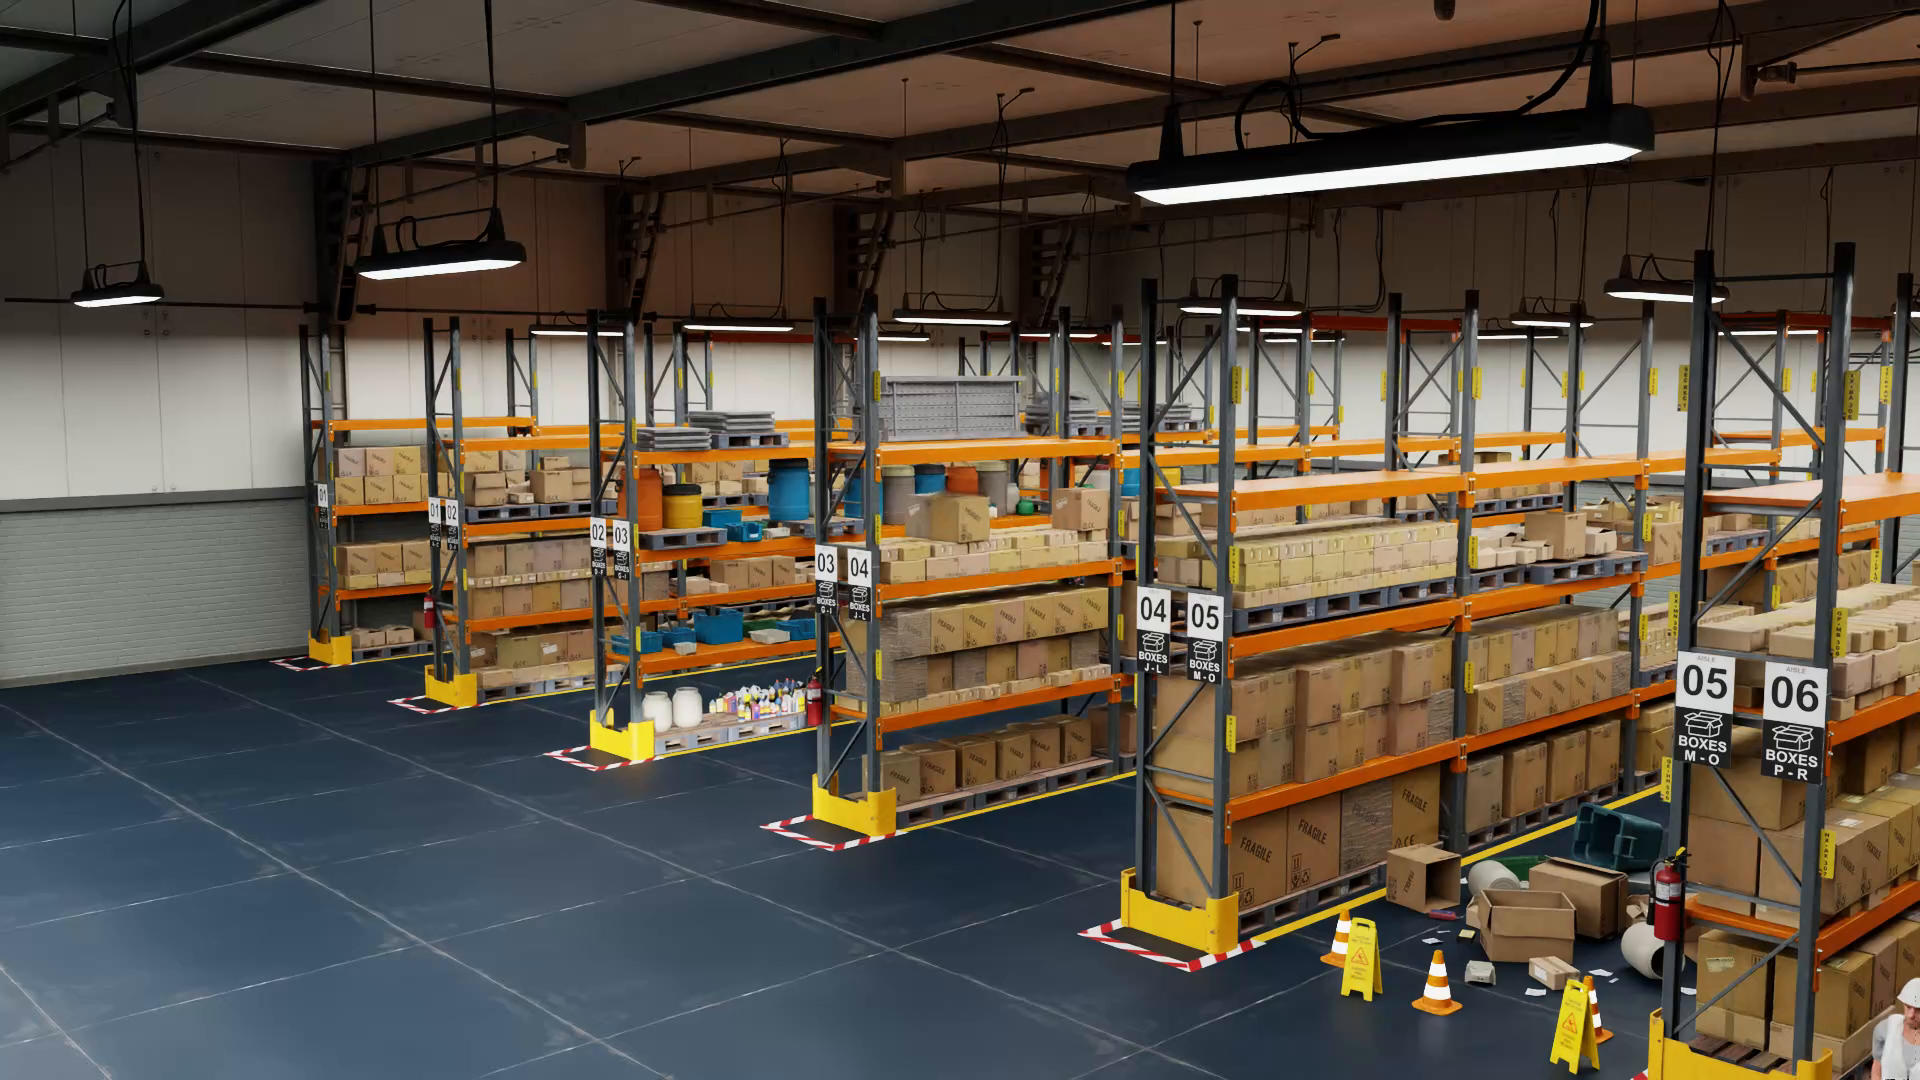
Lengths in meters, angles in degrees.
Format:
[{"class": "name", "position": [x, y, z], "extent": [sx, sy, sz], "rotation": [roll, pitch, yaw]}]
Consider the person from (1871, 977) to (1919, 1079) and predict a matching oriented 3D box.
[{"class": "person", "position": [5.376, 3.349, 9.358], "extent": [0.566, 1.830, 0.583], "rotation": [-5, 8, -40]}]
